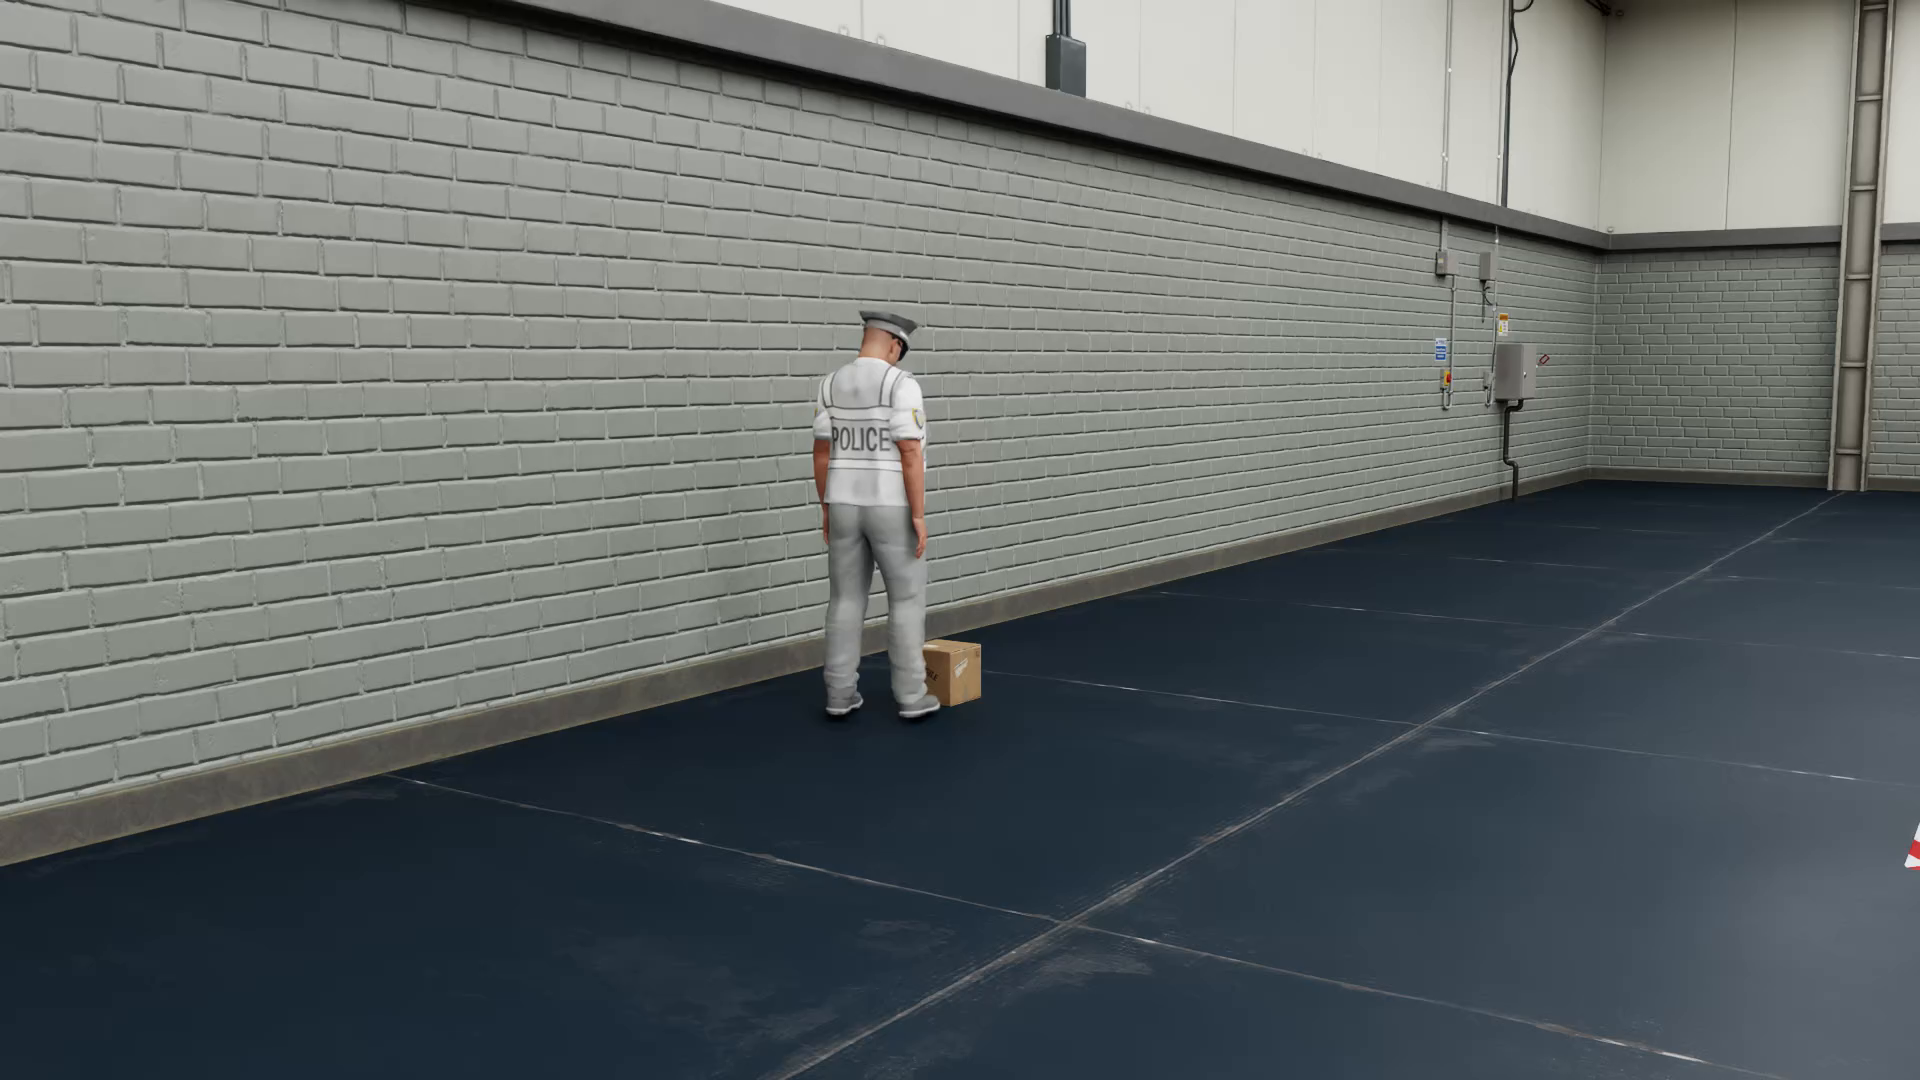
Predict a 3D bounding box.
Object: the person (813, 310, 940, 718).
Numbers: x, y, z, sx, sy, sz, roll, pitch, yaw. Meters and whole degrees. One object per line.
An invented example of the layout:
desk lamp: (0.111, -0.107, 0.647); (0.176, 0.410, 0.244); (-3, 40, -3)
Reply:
person: (-0.347, -0.112, 7.132); (0.560, 1.738, 0.453); (3, 7, 28)
